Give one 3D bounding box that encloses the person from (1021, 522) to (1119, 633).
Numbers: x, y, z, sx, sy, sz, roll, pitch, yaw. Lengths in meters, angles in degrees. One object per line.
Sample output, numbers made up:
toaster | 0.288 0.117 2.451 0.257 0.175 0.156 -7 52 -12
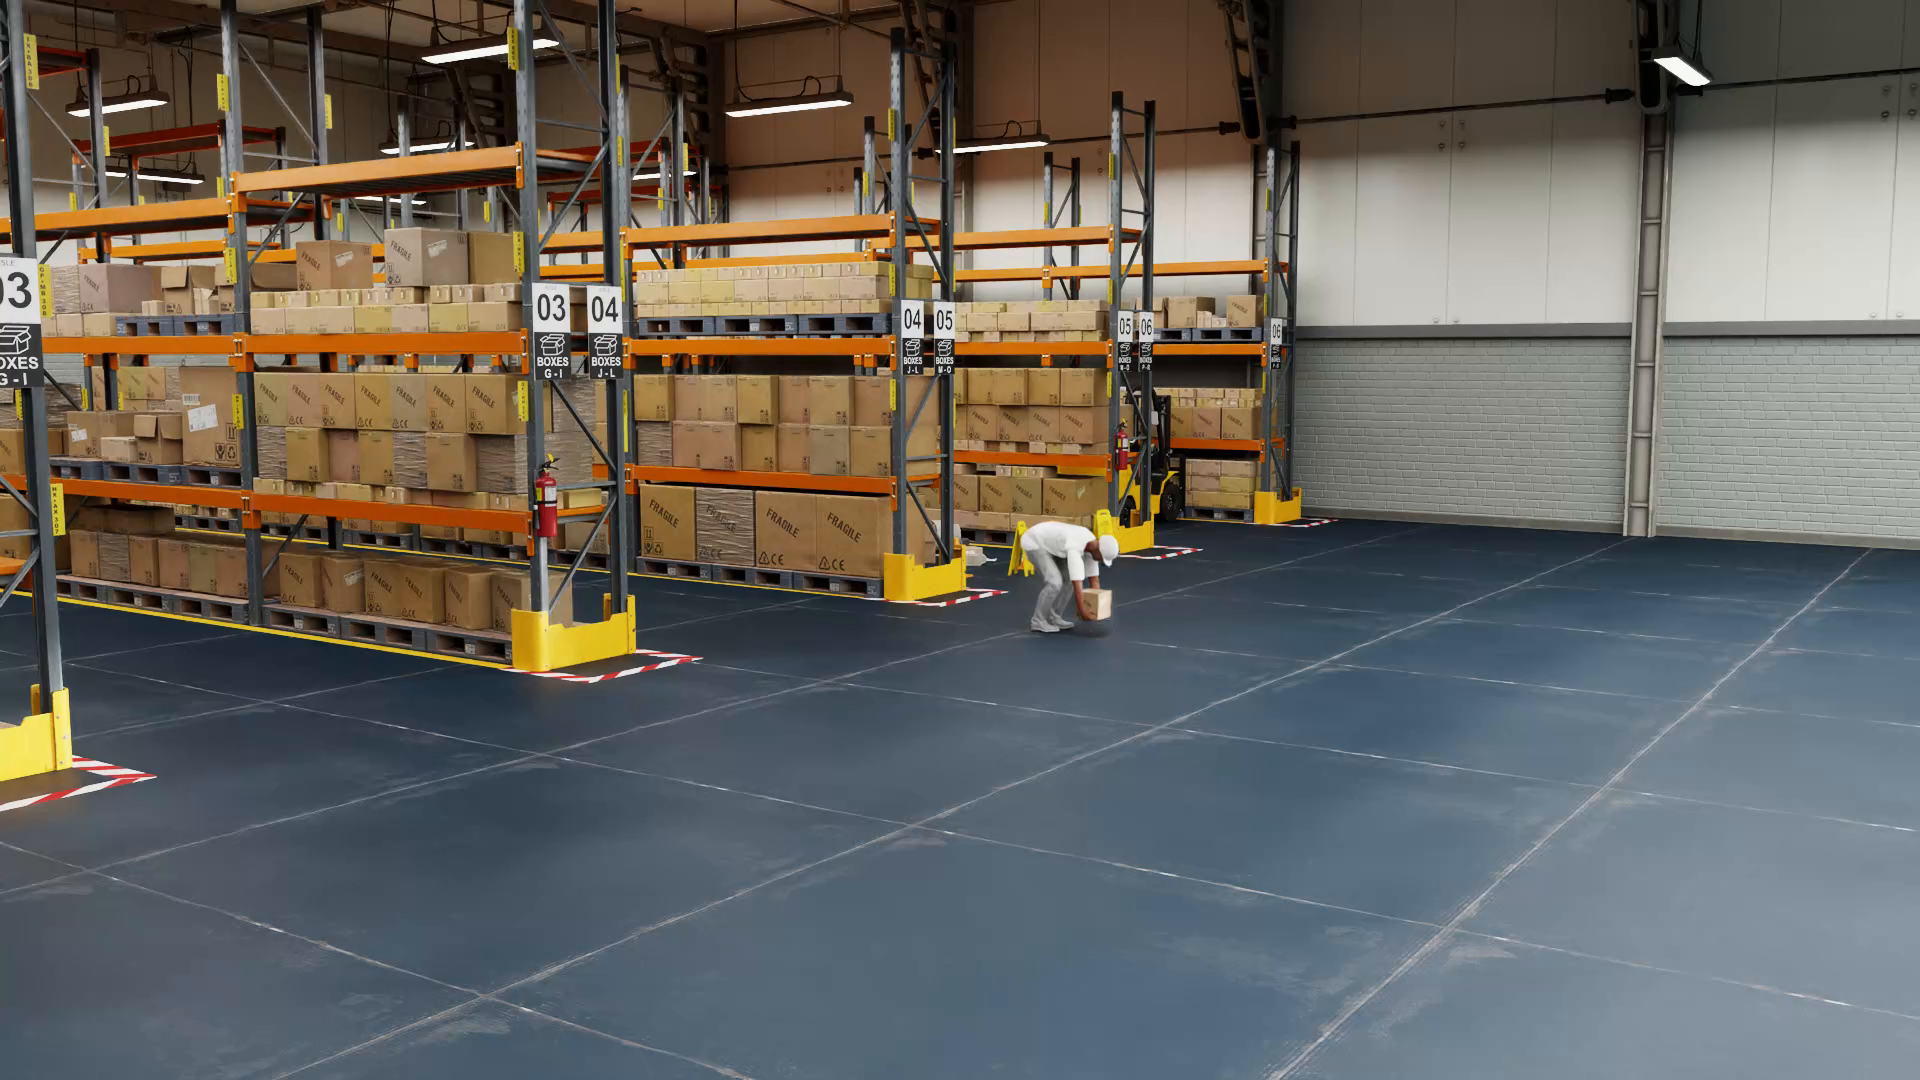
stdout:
person | 1.053 0.354 15.750 0.980 1.042 0.488 4 7 31
